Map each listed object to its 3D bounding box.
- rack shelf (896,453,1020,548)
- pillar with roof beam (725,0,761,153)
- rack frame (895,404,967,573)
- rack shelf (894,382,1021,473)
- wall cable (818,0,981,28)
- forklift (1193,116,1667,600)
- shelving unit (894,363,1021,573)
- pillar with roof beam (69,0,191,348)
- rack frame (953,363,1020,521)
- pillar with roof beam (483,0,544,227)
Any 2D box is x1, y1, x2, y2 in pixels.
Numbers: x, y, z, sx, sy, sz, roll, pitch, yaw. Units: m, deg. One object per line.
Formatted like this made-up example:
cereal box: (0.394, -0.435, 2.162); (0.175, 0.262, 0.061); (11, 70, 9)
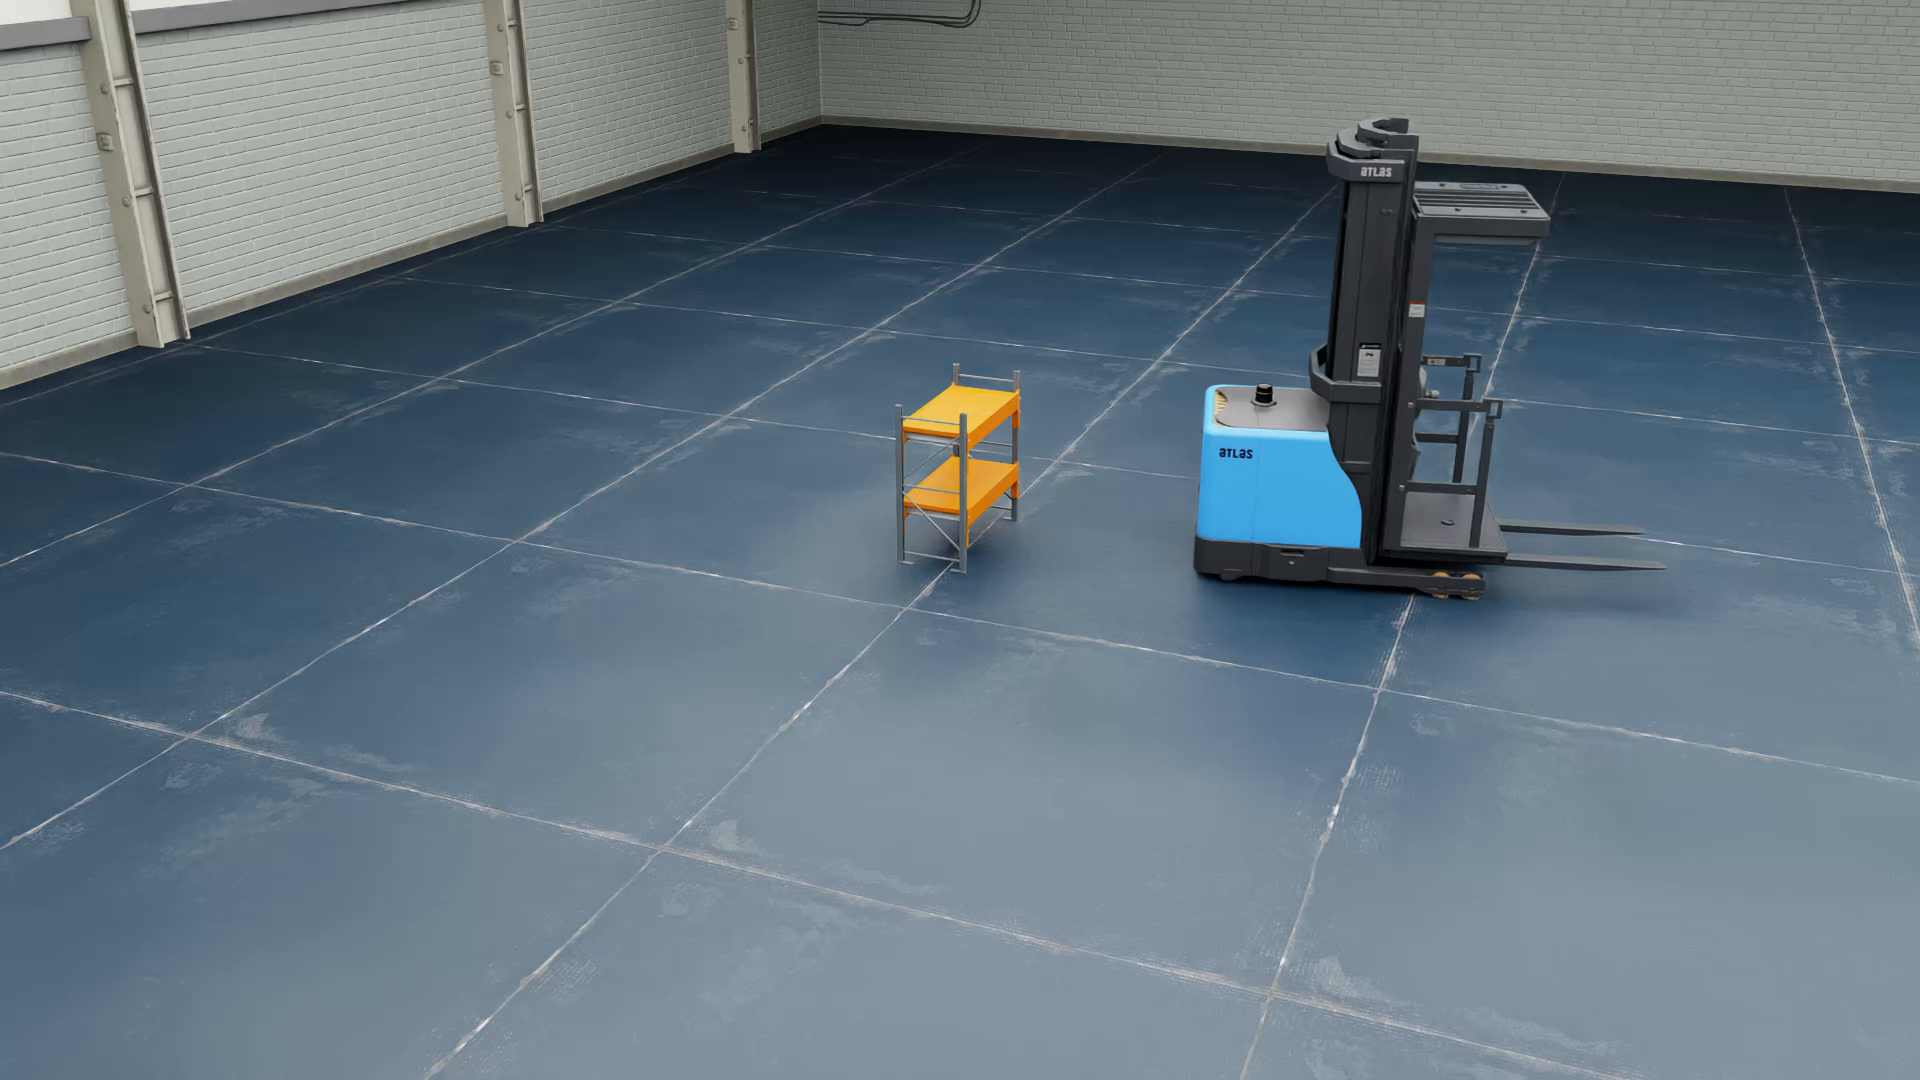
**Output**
rack shelf: (-0.003, -0.291, 11.622); (0.538, 0.278, 1.000); (9, 24, 20)
pillar with roof beam: (0.575, -9.797, 23.530); (9.100, 9.000, 0.400); (9, 24, 20)
rack frame: (-0.191, -0.335, 11.092); (0.500, 1.125, 0.032); (9, 24, 20)
rack shelf: (-0.003, -0.787, 11.415); (0.538, 0.278, 1.000); (9, 24, 20)
wall cable: (-1.100, -9.846, 27.675); (3.097, 2.526, 0.112); (9, 24, 20)
forklift: (3.124, -1.182, 10.776); (3.031, 2.935, 1.130); (3, 23, 8)
shelving unit: (-0.003, -0.517, 11.527); (0.538, 1.125, 1.048); (9, 24, 20)
pillar with roof beam: (-3.882, -5.503, 13.250); (9.100, 9.000, 0.400); (9, 24, 20)
rack frame: (0.186, -0.699, 11.963); (0.500, 1.125, 0.032); (9, 24, 20)
pillar with roof beam: (-1.654, -7.650, 18.390); (9.100, 9.000, 0.400); (9, 24, 20)
